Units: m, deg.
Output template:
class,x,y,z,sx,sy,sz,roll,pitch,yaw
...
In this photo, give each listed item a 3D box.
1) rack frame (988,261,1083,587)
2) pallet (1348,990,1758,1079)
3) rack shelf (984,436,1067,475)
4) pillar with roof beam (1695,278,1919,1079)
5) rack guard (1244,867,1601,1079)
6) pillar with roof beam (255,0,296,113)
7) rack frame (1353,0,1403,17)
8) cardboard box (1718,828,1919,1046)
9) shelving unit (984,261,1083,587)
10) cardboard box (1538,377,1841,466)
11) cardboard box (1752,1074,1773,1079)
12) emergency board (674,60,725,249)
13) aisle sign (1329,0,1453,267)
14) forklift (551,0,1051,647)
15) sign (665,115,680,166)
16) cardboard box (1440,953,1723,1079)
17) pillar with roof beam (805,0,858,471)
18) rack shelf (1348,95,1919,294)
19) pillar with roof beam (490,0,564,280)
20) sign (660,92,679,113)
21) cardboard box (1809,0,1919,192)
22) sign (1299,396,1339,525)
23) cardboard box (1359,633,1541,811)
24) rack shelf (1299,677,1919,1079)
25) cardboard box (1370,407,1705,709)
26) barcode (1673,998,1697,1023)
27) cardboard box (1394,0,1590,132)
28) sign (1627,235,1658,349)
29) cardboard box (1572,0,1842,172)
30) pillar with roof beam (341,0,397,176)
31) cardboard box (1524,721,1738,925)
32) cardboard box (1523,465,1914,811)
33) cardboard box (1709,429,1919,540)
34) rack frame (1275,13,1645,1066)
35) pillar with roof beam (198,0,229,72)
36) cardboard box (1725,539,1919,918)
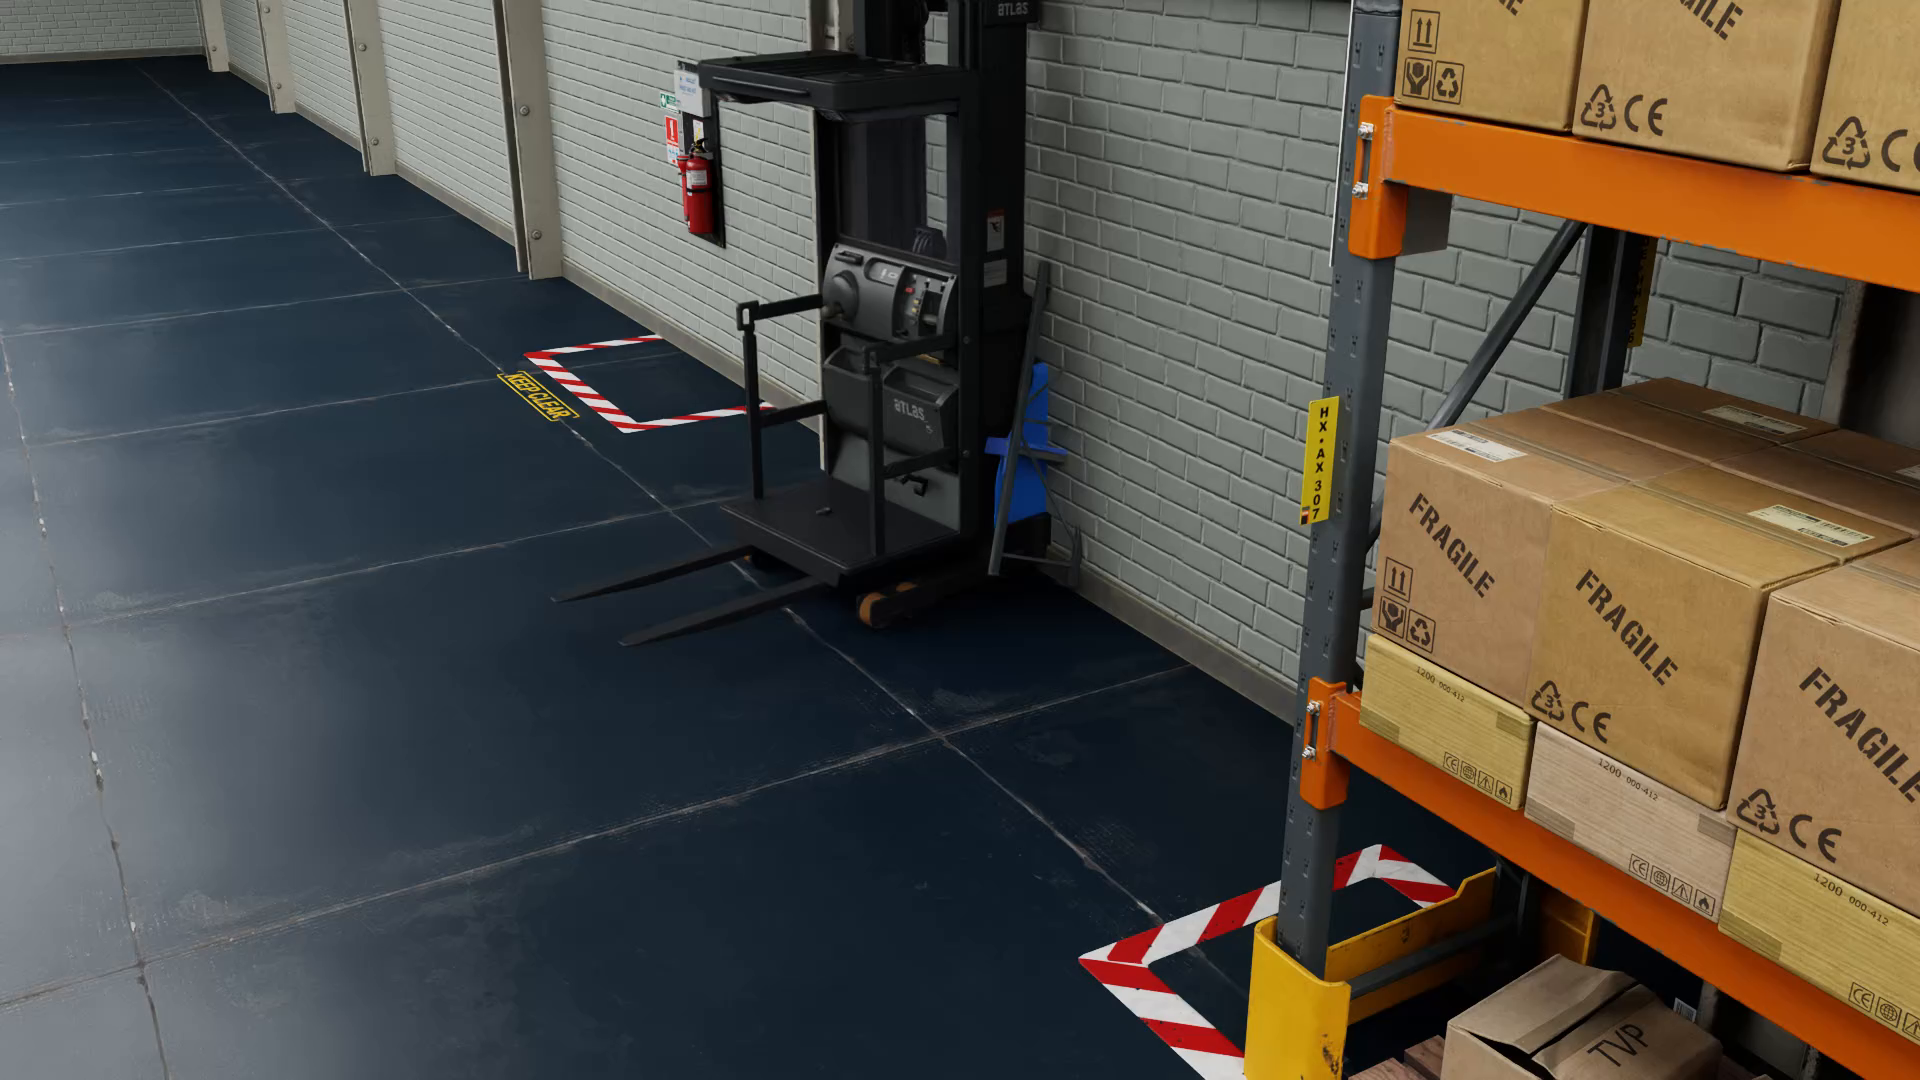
class,x,y,z,sx,sy,sz,roll,pitch,yaw
rack frame,0.472,-0.543,7.972,0.500,1.500,0.032,9,1,-31
pallet,1.791,1.686,4.384,1.003,0.211,1.213,-13,25,-28
rack shelf,0.187,-0.416,8.412,0.538,0.185,1.000,9,1,-31
pillar with roof beam,-1.232,-1.791,1.268,9.100,9.000,0.400,-13,25,-28
rack guard,1.407,1.282,4.993,1.175,0.500,0.348,-13,25,-28
pillar with roof beam,-13.491,-9.560,20.382,9.100,9.000,0.400,-13,25,-28
rack frame,1.368,-2.680,3.453,1.000,3.000,0.127,-13,25,-28
cardboard box,1.877,0.710,3.253,0.500,0.250,0.500,-13,26,-29
shelving unit,0.216,-0.593,8.408,0.538,1.500,1.048,9,1,-31
cardboard box,1.792,-0.076,4.192,0.500,0.500,0.500,-13,25,-29
cardboard box,1.935,1.567,3.959,0.500,0.311,0.500,-10,24,-24
emergency board,-1.825,-2.590,11.200,0.194,1.169,0.643,-13,25,-28
aisle sign,1.073,-1.070,4.009,0.394,0.787,0.004,-13,25,-28
forklift,-0.500,-1.164,7.783,3.031,2.935,1.130,-18,28,-37
sign,-2.019,-2.805,11.682,0.001,0.329,0.234,-13,25,-28
cardboard box,1.644,1.383,4.413,0.500,0.311,0.500,-16,27,-34
pillar with roof beam,-4.297,-3.734,6.047,9.100,9.000,0.400,-13,25,-28
rack shelf,2.390,-0.309,2.561,1.077,0.370,4.000,-13,25,-28
pillar with roof beam,-7.361,-5.676,10.825,9.100,9.000,0.400,-13,25,-28
sign,-2.024,-3.048,11.574,0.001,0.109,0.331,-13,25,-28
cardboard box,1.836,-0.841,2.755,0.500,0.500,0.500,-11,25,-26
sign,0.902,-0.197,4.163,0.100,0.325,0.005,-13,25,-28
cardboard box,1.344,0.379,4.069,0.500,0.250,0.500,-13,26,-30
rack shelf,2.390,1.080,3.126,1.077,0.370,4.000,-13,25,-28
cardboard box,1.354,0.025,3.944,0.500,0.500,0.500,-13,25,-28
barcode,1.997,1.307,4.586,0.001,0.075,0.075,-13,25,-28
cardboard box,1.324,-1.189,3.611,0.500,0.500,0.500,-12,25,-27
sign,1.855,-0.684,4.552,0.100,0.325,0.005,-13,25,-28
cardboard box,1.568,-1.009,3.166,0.500,0.500,0.500,-11,24,-25
pillar with roof beam,-10.426,-7.618,15.604,9.100,9.000,0.400,-13,25,-28
cardboard box,1.622,0.544,3.662,0.500,0.250,0.500,-13,26,-30
cardboard box,1.597,0.187,3.546,0.500,0.500,0.500,-13,25,-28
cardboard box,2.040,0.089,3.786,0.500,0.500,0.500,-12,25,-28
rack frame,1.368,0.100,4.583,1.000,3.000,0.127,-13,25,-28
pillar with roof beam,-16.556,-11.503,25.161,9.100,9.000,0.400,-13,25,-28
cardboard box,1.856,0.355,3.131,0.500,0.500,0.500,-14,26,-30
